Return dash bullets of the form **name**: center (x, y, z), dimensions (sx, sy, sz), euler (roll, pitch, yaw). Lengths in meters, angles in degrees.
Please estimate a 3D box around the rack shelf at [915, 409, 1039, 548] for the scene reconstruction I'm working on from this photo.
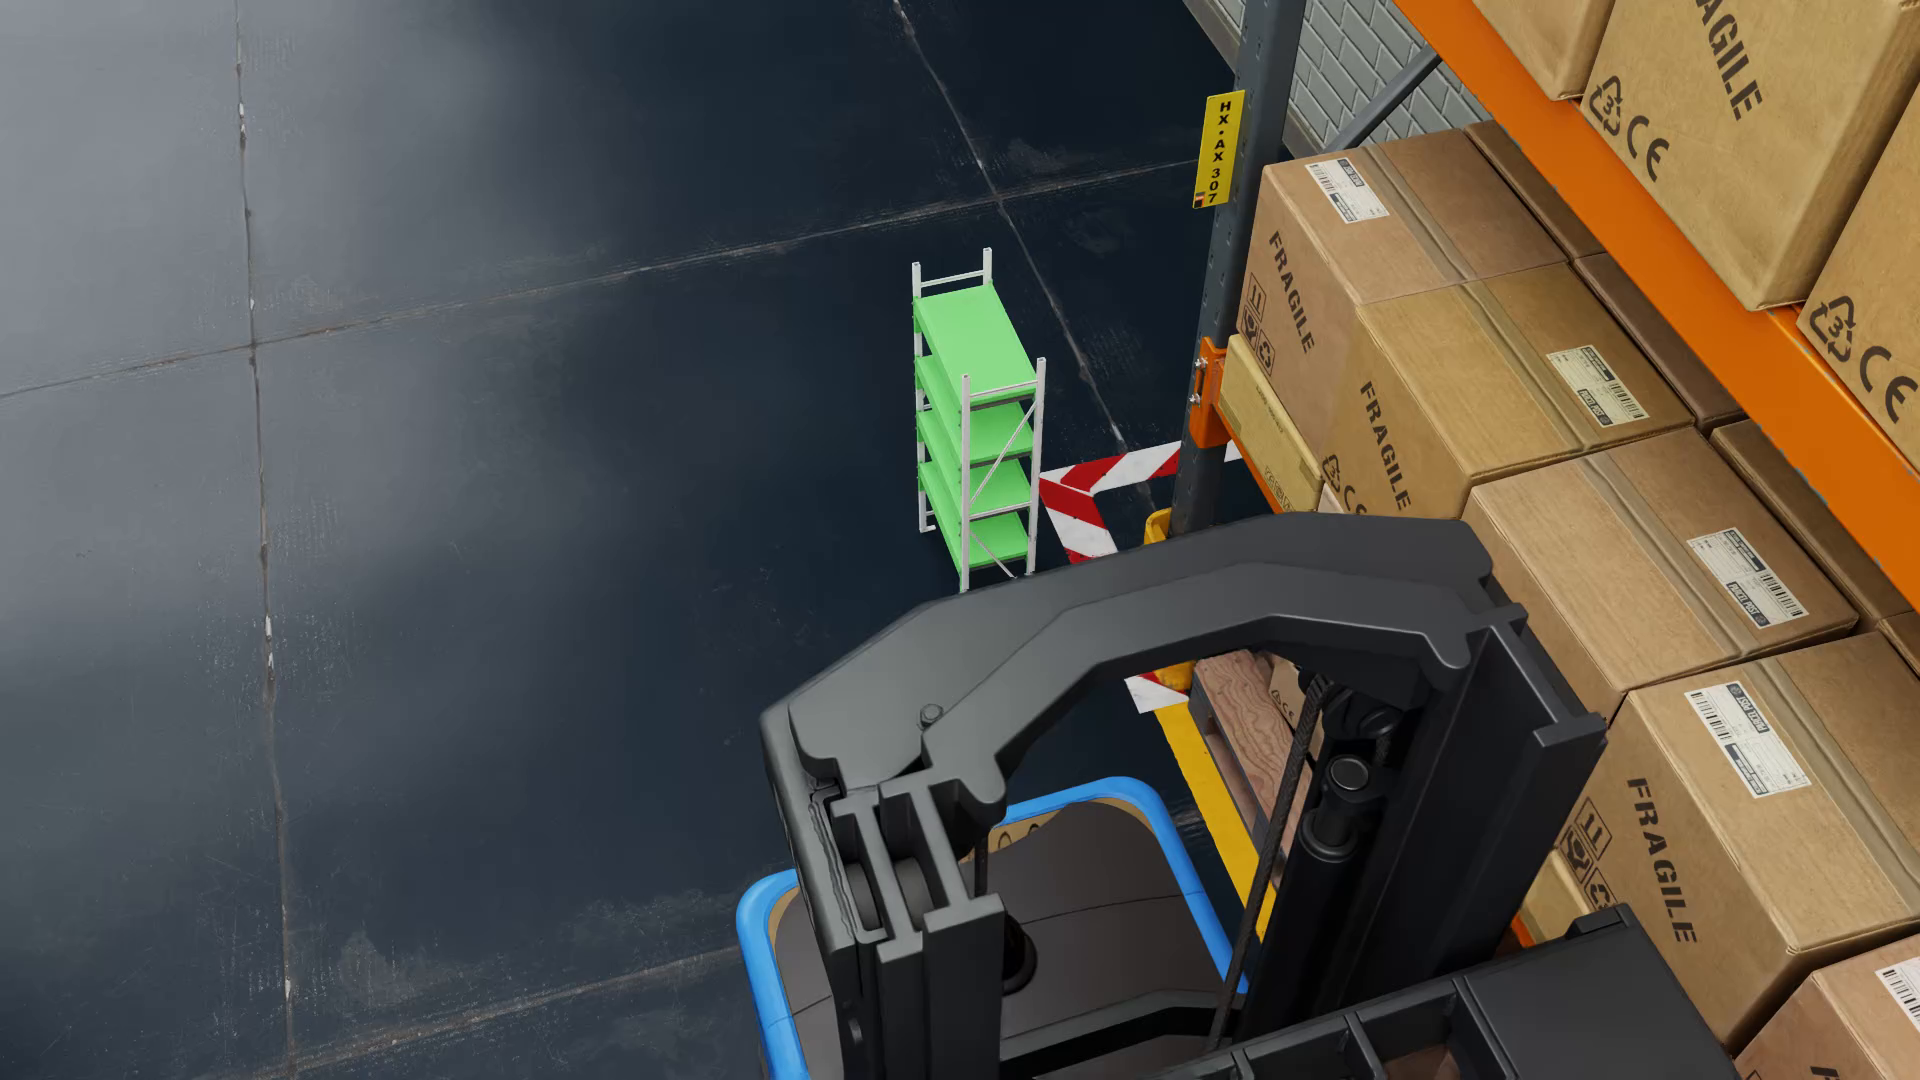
- **rack shelf**: center (0.049, -0.225, 5.238), dimensions (0.258, 0.148, 0.480), euler (-13, 51, -11)

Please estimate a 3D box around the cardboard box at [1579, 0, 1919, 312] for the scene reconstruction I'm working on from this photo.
- **cardboard box**: center (1.287, -0.709, 2.345), dimensions (0.500, 0.500, 0.500), euler (-11, 51, -9)

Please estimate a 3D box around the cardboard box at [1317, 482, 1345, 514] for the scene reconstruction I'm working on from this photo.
- **cardboard box**: center (1.153, 0.063, 3.820), dimensions (0.500, 0.250, 0.500), euler (-15, 51, -12)

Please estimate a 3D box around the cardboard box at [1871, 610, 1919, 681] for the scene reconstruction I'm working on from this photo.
- **cardboard box**: center (1.932, 0.428, 3.022), dimensions (0.500, 0.500, 0.500), euler (-13, 51, -10)

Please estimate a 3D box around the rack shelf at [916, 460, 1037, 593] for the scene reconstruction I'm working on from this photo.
- **rack shelf**: center (0.049, -0.070, 5.422), dimensions (0.258, 0.148, 0.480), euler (-13, 51, -11)

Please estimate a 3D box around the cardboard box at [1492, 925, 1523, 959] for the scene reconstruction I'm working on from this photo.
- **cardboard box**: center (1.432, 0.884, 4.514), dimensions (0.500, 0.311, 0.500), euler (-10, 51, -8)

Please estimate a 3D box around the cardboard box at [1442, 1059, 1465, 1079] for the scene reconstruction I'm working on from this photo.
- **cardboard box**: center (1.601, 1.370, 3.980), dimensions (0.700, 0.500, 0.500), euler (-16, 52, -13)

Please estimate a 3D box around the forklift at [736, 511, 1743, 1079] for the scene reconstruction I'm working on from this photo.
- **forklift**: center (0.430, 1.472, 2.592), dimensions (1.130, 2.935, 3.031), euler (-14, 51, -12)

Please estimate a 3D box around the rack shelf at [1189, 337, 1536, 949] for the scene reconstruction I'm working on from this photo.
- **rack shelf**: center (1.736, 0.910, 3.492), dimensions (1.077, 0.370, 4.000), euler (-13, 51, -11)

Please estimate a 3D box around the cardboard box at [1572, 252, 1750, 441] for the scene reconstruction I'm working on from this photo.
- **cardboard box**: center (1.626, -0.317, 3.650), dimensions (0.500, 0.500, 0.500), euler (-13, 51, -10)

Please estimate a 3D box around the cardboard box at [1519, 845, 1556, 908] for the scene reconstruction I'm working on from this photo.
- **cardboard box**: center (1.298, 0.437, 3.505), dimensions (0.500, 0.250, 0.500), euler (-14, 51, -12)

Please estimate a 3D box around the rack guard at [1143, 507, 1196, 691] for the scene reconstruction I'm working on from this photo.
- **rack guard**: center (1.167, 0.078, 5.357), dimensions (1.175, 0.500, 0.348), euler (-13, 51, -11)

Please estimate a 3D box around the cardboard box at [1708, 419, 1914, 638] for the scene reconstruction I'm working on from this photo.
- **cardboard box**: center (1.783, 0.060, 3.332), dimensions (0.500, 0.500, 0.500), euler (-15, 51, -12)

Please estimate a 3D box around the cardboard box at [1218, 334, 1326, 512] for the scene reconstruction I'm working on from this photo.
- **cardboard box**: center (0.986, -0.313, 4.137), dimensions (0.500, 0.250, 0.500), euler (-15, 51, -12)

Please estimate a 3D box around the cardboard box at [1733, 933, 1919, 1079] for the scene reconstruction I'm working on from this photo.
- **cardboard box**: center (1.601, 0.930, 2.599), dimensions (0.500, 0.500, 0.500), euler (-15, 51, -12)

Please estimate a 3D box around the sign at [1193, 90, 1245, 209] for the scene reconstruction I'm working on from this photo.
- **sign**: center (0.626, -0.939, 4.014), dimensions (0.100, 0.325, 0.005), euler (-13, 51, -11)

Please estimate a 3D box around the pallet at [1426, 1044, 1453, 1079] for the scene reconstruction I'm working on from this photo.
- **pallet**: center (1.731, 1.662, 4.211), dimensions (1.003, 0.211, 1.213), euler (-13, 51, -11)

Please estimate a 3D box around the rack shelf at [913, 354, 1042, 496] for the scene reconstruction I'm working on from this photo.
- **rack shelf**: center (0.049, -0.379, 5.055), dimensions (0.258, 0.148, 0.480), euler (-13, 51, -11)

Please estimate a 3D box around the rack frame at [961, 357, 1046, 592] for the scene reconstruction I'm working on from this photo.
- **rack frame**: center (0.121, -0.088, 5.039), dimensions (0.240, 1.200, 0.015), euler (-13, 51, -11)

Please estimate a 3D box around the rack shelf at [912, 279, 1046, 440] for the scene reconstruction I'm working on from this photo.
- **rack shelf**: center (0.049, -0.534, 4.871), dimensions (0.258, 0.148, 0.480), euler (-13, 51, -11)

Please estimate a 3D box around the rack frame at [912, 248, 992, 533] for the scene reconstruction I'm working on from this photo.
- **rack frame**: center (-0.023, -0.444, 5.340), dimensions (0.240, 1.200, 0.015), euler (-13, 51, -11)

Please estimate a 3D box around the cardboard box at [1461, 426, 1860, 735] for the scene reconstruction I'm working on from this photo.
- **cardboard box**: center (1.282, 0.176, 3.234), dimensions (0.500, 0.500, 0.500), euler (-15, 51, -12)

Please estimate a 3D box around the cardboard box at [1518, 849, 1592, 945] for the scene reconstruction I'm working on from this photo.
- **cardboard box**: center (1.445, 0.806, 3.193), dimensions (0.500, 0.250, 0.500), euler (-13, 51, -11)

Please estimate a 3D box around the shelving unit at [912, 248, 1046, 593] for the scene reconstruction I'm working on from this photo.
- **shelving unit**: center (0.049, -0.266, 5.189), dimensions (0.258, 1.200, 0.503), euler (-13, 51, -11)

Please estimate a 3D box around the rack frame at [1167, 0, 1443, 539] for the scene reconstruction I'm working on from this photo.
- **rack frame**: center (1.145, -0.783, 4.448), dimensions (1.000, 3.000, 0.127), euler (-13, 51, -11)

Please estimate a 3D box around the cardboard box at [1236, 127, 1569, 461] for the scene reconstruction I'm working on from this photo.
- **cardboard box**: center (0.999, -0.566, 3.860), dimensions (0.500, 0.500, 0.500), euler (-13, 51, -11)

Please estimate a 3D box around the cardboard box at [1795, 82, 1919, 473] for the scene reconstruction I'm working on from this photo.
- **cardboard box**: center (1.465, -0.323, 2.020), dimensions (0.500, 0.500, 0.500), euler (-10, 51, -9)

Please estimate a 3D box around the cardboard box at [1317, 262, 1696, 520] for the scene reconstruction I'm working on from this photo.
- **cardboard box**: center (1.135, -0.203, 3.554), dimensions (0.500, 0.500, 0.500), euler (-13, 51, -11)

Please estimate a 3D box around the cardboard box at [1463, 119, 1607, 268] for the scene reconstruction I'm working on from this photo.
- **cardboard box**: center (1.487, -0.687, 3.961), dimensions (0.500, 0.500, 0.500), euler (-14, 51, -11)

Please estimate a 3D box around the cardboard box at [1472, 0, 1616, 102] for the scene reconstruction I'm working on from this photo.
- **cardboard box**: center (1.129, -1.087, 2.664), dimensions (0.500, 0.500, 0.500), euler (-10, 51, -9)

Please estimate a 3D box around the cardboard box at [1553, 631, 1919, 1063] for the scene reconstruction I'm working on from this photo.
- **cardboard box**: center (1.446, 0.550, 2.919), dimensions (0.500, 0.500, 0.500), euler (-12, 51, -10)

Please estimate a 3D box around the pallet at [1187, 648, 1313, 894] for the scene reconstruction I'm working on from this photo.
- **pallet**: center (1.374, 0.773, 4.961), dimensions (1.003, 0.211, 1.213), euler (-13, 51, -11)

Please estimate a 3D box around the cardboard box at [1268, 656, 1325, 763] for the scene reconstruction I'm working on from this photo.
- **cardboard box**: center (1.263, 0.468, 4.865), dimensions (0.500, 0.311, 0.500), euler (-19, 52, -15)
